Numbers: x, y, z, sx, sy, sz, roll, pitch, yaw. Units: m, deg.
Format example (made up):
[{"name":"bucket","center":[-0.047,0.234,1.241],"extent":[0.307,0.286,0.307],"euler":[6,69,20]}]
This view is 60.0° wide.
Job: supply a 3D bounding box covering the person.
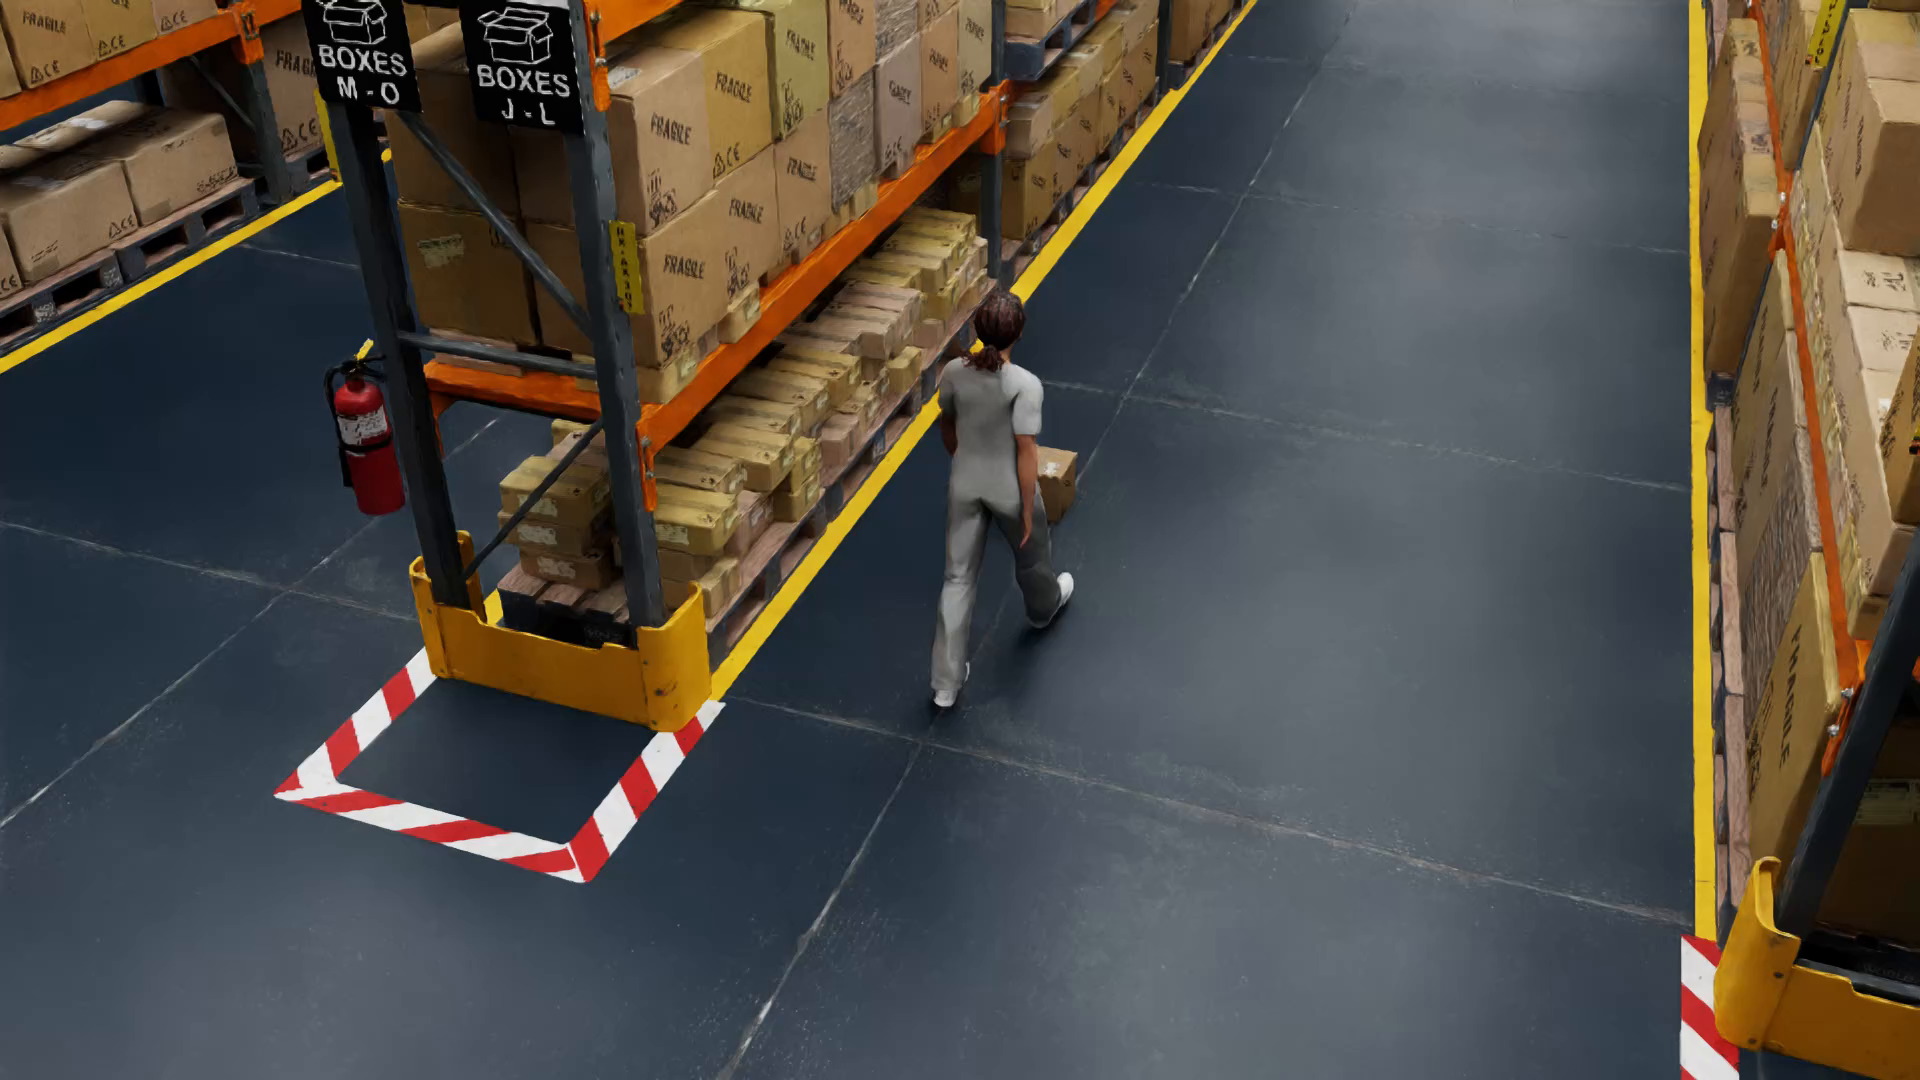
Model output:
[{"name":"person","center":[0.133,-0.232,6.498],"extent":[0.455,1.610,0.958],"euler":[14,36,20]}]
